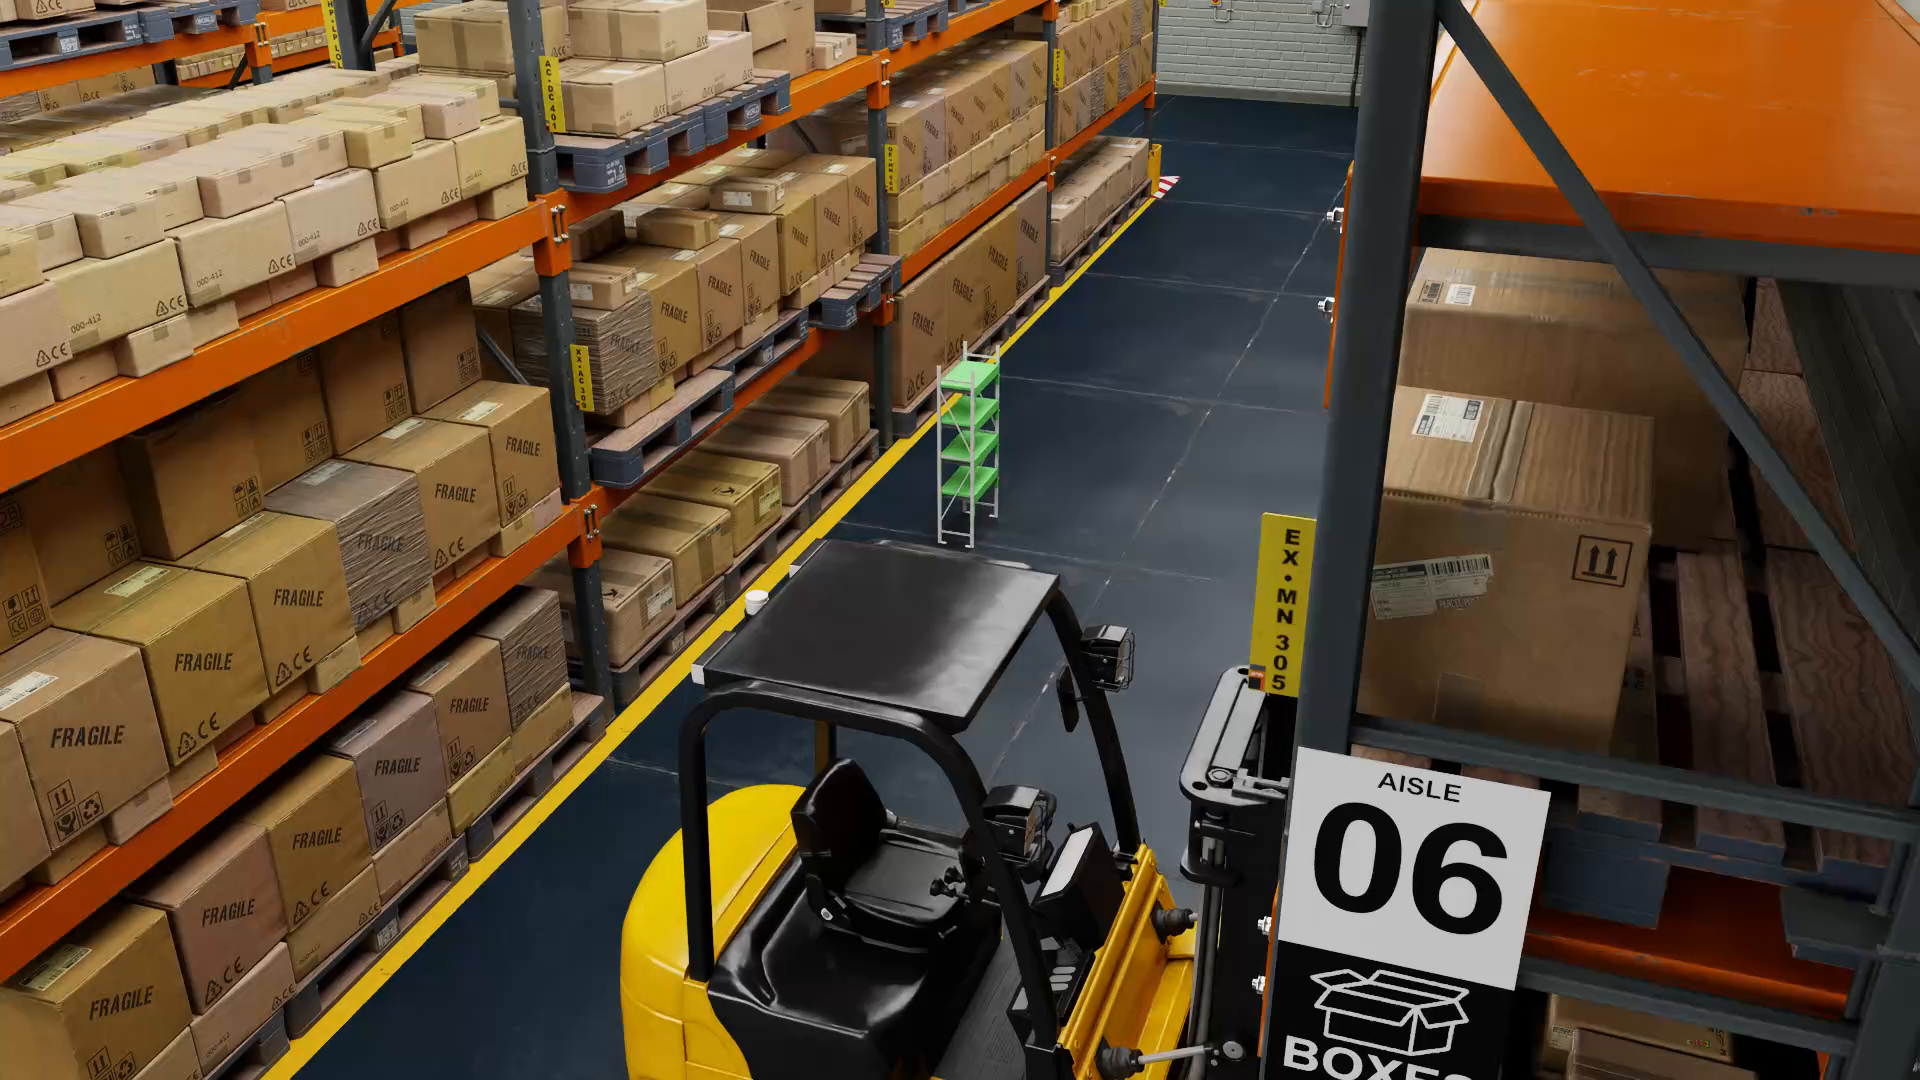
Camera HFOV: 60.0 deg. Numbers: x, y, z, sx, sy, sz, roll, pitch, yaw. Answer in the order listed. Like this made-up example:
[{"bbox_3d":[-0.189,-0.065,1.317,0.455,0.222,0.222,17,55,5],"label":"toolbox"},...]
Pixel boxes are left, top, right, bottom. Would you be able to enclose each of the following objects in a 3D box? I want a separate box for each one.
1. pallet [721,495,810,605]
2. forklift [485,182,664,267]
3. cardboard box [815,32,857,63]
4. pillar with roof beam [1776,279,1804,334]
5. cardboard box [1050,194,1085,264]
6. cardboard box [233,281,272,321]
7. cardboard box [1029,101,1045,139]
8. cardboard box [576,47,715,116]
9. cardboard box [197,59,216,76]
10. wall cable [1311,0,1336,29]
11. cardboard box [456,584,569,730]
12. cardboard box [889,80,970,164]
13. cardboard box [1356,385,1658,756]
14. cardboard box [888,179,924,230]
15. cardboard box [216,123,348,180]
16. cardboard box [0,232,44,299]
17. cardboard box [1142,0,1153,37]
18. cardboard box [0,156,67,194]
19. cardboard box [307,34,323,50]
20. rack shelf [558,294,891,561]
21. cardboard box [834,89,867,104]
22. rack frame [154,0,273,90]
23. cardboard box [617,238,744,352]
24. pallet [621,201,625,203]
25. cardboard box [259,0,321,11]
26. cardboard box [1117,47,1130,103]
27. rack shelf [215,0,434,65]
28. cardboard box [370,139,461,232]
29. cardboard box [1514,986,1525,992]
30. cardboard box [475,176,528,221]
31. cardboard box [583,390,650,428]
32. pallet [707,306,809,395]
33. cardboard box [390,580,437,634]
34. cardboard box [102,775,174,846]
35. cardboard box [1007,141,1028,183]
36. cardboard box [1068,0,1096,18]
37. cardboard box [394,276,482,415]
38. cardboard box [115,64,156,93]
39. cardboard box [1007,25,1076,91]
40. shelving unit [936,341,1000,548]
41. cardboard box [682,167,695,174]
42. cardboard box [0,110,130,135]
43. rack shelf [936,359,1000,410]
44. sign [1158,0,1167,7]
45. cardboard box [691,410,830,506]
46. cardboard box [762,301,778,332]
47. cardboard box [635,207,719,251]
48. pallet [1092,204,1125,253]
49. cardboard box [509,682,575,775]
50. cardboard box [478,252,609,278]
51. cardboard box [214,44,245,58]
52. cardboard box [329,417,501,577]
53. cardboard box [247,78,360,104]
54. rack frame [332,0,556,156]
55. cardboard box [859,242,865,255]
[{"bbox_3d":[-1.651,-0.023,10.554,1.003,0.211,1.213,9,27,17],"label":"pallet"},{"bbox_3d":[-2.838,-2.227,11.987,1.130,2.935,3.031,10,28,19],"label":"forklift"},{"bbox_3d":[-0.889,-3.175,10.712,0.380,0.149,0.250,9,27,17],"label":"cardboard box"},{"bbox_3d":[0.057,-4.038,8.764,9.100,9.000,0.400,9,27,17],"label":"pillar with roof beam"},{"bbox_3d":[0.659,-3.020,16.004,0.875,0.438,0.875,8,27,17],"label":"cardboard box"},{"bbox_3d":[-2.735,-0.896,6.005,0.380,0.149,0.250,8,27,17],"label":"cardboard box"},{"bbox_3d":[0.432,-3.683,14.513,0.500,0.250,0.500,9,27,17],"label":"cardboard box"},{"bbox_3d":[-1.572,-2.317,8.341,0.500,0.250,0.500,8,27,17],"label":"cardboard box"},{"bbox_3d":[-8.496,-5.247,18.434,0.380,0.149,0.250,8,27,16],"label":"cardboard box"},{"bbox_3d":[4.876,-7.963,22.588,0.588,1.984,0.122,9,27,17],"label":"wall cable"},{"bbox_3d":[-2.257,0.539,8.008,0.500,0.500,0.500,8,27,17],"label":"cardboard box"},{"bbox_3d":[-0.244,-3.176,12.606,0.500,0.500,0.500,10,27,19],"label":"cardboard box"},{"bbox_3d":[0.956,0.061,3.028,0.500,0.500,0.500,10,27,19],"label":"cardboard box"},{"bbox_3d":[-0.580,-2.428,11.921,0.500,0.250,0.500,9,27,17],"label":"cardboard box"},{"bbox_3d":[-2.544,-1.458,6.251,0.380,0.149,0.250,8,27,16],"label":"cardboard box"},{"bbox_3d":[-2.969,-0.815,4.923,0.380,0.149,0.250,9,27,17],"label":"cardboard box"},{"bbox_3d":[1.745,-5.648,17.711,0.500,0.500,0.500,10,27,19],"label":"cardboard box"},{"bbox_3d":[-3.331,-1.223,5.766,0.380,0.149,0.250,9,27,19],"label":"cardboard box"},{"bbox_3d":[-7.897,-5.989,19.966,0.380,0.149,0.250,9,27,18],"label":"cardboard box"},{"bbox_3d":[-1.647,-0.953,10.101,1.077,0.370,4.000,9,27,17],"label":"rack shelf"},{"bbox_3d":[-0.893,-3.056,12.357,0.500,0.500,0.500,9,27,18],"label":"cardboard box"},{"bbox_3d":[-5.683,-2.775,13.038,1.000,3.000,0.127,9,27,17],"label":"rack frame"},{"bbox_3d":[-1.543,-1.381,9.221,0.500,0.500,0.500,9,27,17],"label":"cardboard box"},{"bbox_3d":[-4.162,-3.444,17.622,1.003,0.211,1.213,9,27,17],"label":"pallet"},{"bbox_3d":[-5.242,-4.366,12.768,0.500,0.500,0.500,9,27,17],"label":"cardboard box"},{"bbox_3d":[1.426,-4.777,17.060,0.500,0.500,0.500,10,27,19],"label":"cardboard box"},{"bbox_3d":[-5.018,-4.623,14.239,1.077,0.370,4.000,9,27,17],"label":"rack shelf"},{"bbox_3d":[-2.373,-1.443,6.676,0.500,0.250,0.500,8,27,17],"label":"cardboard box"},{"bbox_3d":[1.226,0.950,4.145,0.380,0.149,0.250,9,27,18],"label":"cardboard box"},{"bbox_3d":[-2.130,-1.517,7.288,0.380,0.149,0.250,9,27,18],"label":"cardboard box"},{"bbox_3d":[-1.831,-0.712,8.584,0.380,0.149,0.250,9,27,18],"label":"cardboard box"},{"bbox_3d":[-1.602,-1.192,9.991,1.003,0.211,1.213,9,27,17],"label":"pallet"},{"bbox_3d":[-2.467,0.253,7.074,0.380,0.149,0.250,8,27,17],"label":"cardboard box"},{"bbox_3d":[-2.972,0.892,5.754,0.380,0.149,0.250,9,27,18],"label":"cardboard box"},{"bbox_3d":[0.267,-3.245,14.181,0.500,0.250,0.500,8,27,17],"label":"cardboard box"},{"bbox_3d":[1.071,-5.038,15.707,0.380,0.149,0.250,8,27,16],"label":"cardboard box"},{"bbox_3d":[-2.664,-0.934,7.634,0.700,0.500,0.500,8,27,17],"label":"cardboard box"},{"bbox_3d":[-8.894,-4.992,17.504,0.500,0.500,0.500,9,27,18],"label":"cardboard box"},{"bbox_3d":[0.736,-4.398,15.129,0.500,0.500,0.500,9,27,18],"label":"cardboard box"},{"bbox_3d":[0.055,-0.608,10.629,0.258,1.200,0.503,9,27,17],"label":"shelving unit"},{"bbox_3d":[-3.254,-4.288,18.953,0.380,0.149,0.250,8,27,15],"label":"cardboard box"},{"bbox_3d":[-6.178,-2.667,11.555,0.700,0.500,0.500,8,27,17],"label":"cardboard box"},{"bbox_3d":[0.055,-0.983,10.448,0.258,0.148,0.480,9,27,17],"label":"rack shelf"},{"bbox_3d":[2.188,-5.929,17.953,0.100,0.325,0.005,9,27,17],"label":"sign"},{"bbox_3d":[-1.417,-0.569,11.017,0.950,0.372,0.625,8,27,16],"label":"cardboard box"},{"bbox_3d":[-1.310,-1.357,9.917,0.380,0.149,0.250,8,27,16],"label":"cardboard box"},{"bbox_3d":[-1.558,-1.718,9.173,0.380,0.149,0.250,10,28,20],"label":"cardboard box"},{"bbox_3d":[1.080,-3.291,17.305,1.003,0.211,1.213,9,27,17],"label":"pallet"},{"bbox_3d":[-2.256,0.876,8.172,0.500,0.250,0.500,10,28,20],"label":"cardboard box"},{"bbox_3d":[-2.212,-1.249,8.950,0.500,0.500,0.500,9,27,18],"label":"cardboard box"},{"bbox_3d":[-8.422,-5.604,18.714,0.500,0.250,0.500,9,27,17],"label":"cardboard box"},{"bbox_3d":[-2.391,-0.202,7.269,0.500,0.500,0.500,10,27,19],"label":"cardboard box"},{"bbox_3d":[-2.784,-1.857,7.075,0.380,0.149,0.250,10,27,19],"label":"cardboard box"},{"bbox_3d":[-2.313,-3.155,6.939,1.000,3.000,0.127,9,27,17],"label":"rack frame"},{"bbox_3d":[-0.869,-2.005,11.256,0.380,0.149,0.250,10,28,19],"label":"cardboard box"}]
